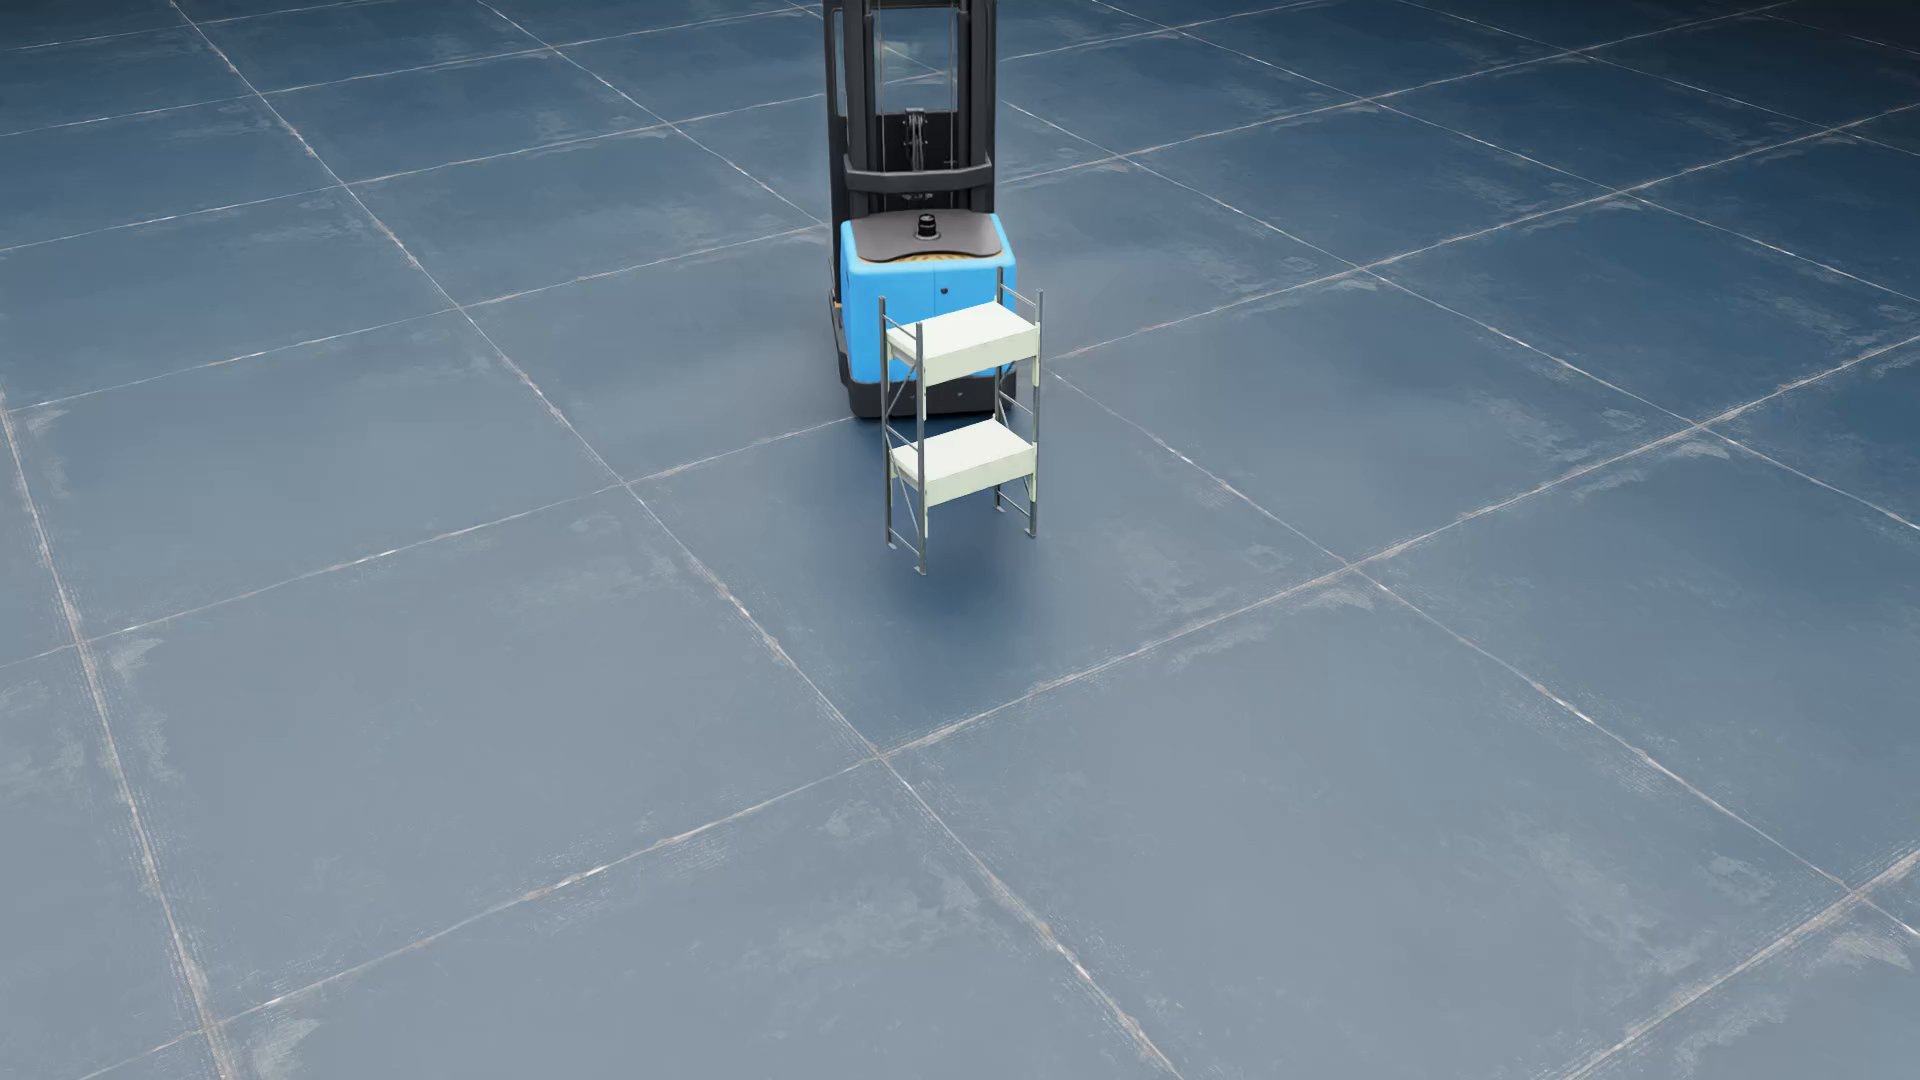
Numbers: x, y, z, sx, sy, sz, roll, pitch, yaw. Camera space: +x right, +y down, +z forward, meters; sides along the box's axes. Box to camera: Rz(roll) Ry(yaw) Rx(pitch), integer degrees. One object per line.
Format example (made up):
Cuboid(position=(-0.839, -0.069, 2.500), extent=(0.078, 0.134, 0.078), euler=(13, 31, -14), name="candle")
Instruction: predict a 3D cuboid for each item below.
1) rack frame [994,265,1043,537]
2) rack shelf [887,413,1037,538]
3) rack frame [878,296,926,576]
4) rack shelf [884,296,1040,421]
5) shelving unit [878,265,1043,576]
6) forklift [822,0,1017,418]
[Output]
Cuboid(position=(0.313, -0.742, 9.142), extent=(0.023, 1.500, 0.400), euler=(-19, 37, -27), name="rack frame")
Cuboid(position=(0.006, -0.361, 9.148), extent=(0.720, 0.370, 0.431), euler=(-19, 37, -27), name="rack shelf")
Cuboid(position=(-0.302, -0.530, 8.807), extent=(0.023, 1.500, 0.400), euler=(-19, 37, -27), name="rack frame")
Cuboid(position=(0.006, -0.966, 8.766), extent=(0.720, 0.370, 0.431), euler=(-19, 37, -27), name="rack shelf")
Cuboid(position=(0.006, -0.636, 8.974), extent=(0.755, 1.500, 0.431), euler=(-19, 37, -27), name="shelving unit")
Cuboid(position=(-0.346, -2.779, 11.030), extent=(1.130, 2.935, 3.031), euler=(-4, 32, -6), name="forklift")
